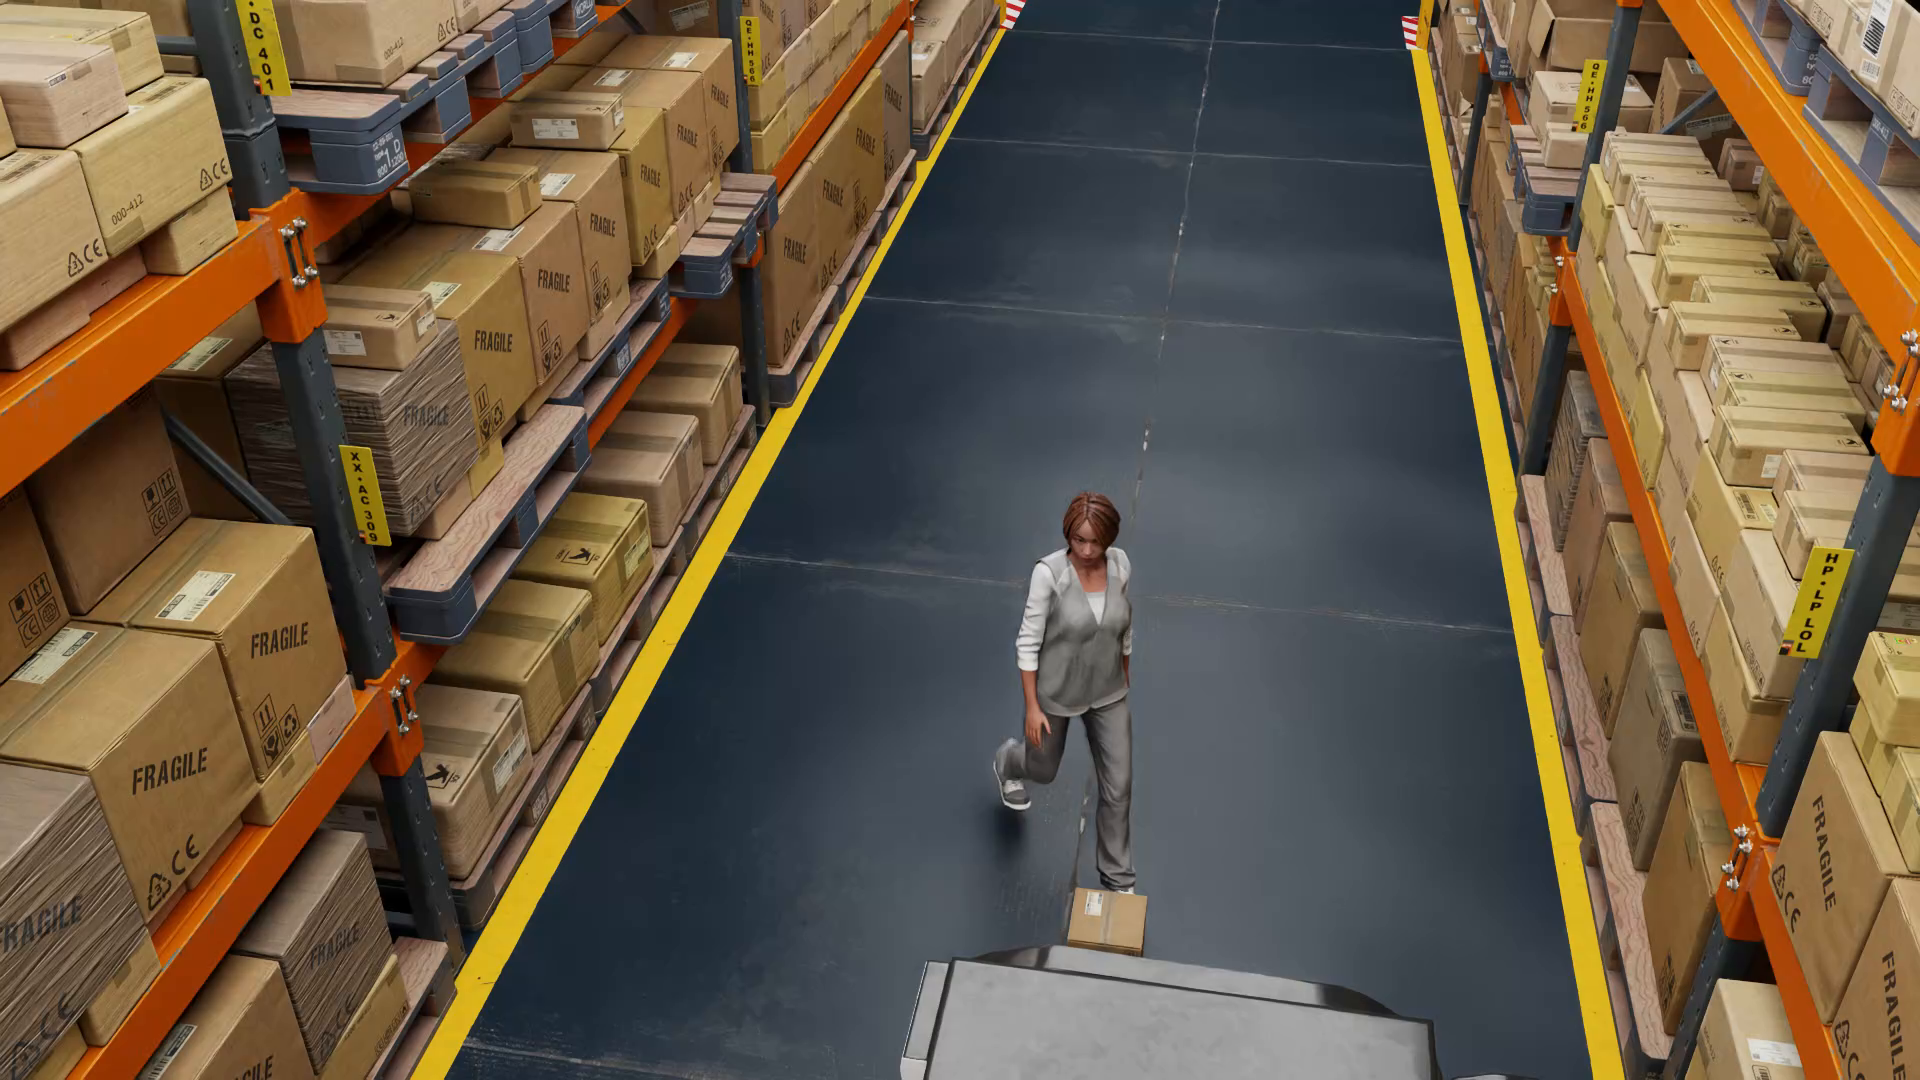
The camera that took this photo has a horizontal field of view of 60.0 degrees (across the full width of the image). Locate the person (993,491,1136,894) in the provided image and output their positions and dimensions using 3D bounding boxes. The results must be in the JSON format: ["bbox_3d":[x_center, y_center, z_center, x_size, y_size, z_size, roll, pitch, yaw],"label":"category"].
[{"bbox_3d":[0.428,0.549,5.825,0.453,1.540,0.943,-9,34,-13],"label":"person"}]
